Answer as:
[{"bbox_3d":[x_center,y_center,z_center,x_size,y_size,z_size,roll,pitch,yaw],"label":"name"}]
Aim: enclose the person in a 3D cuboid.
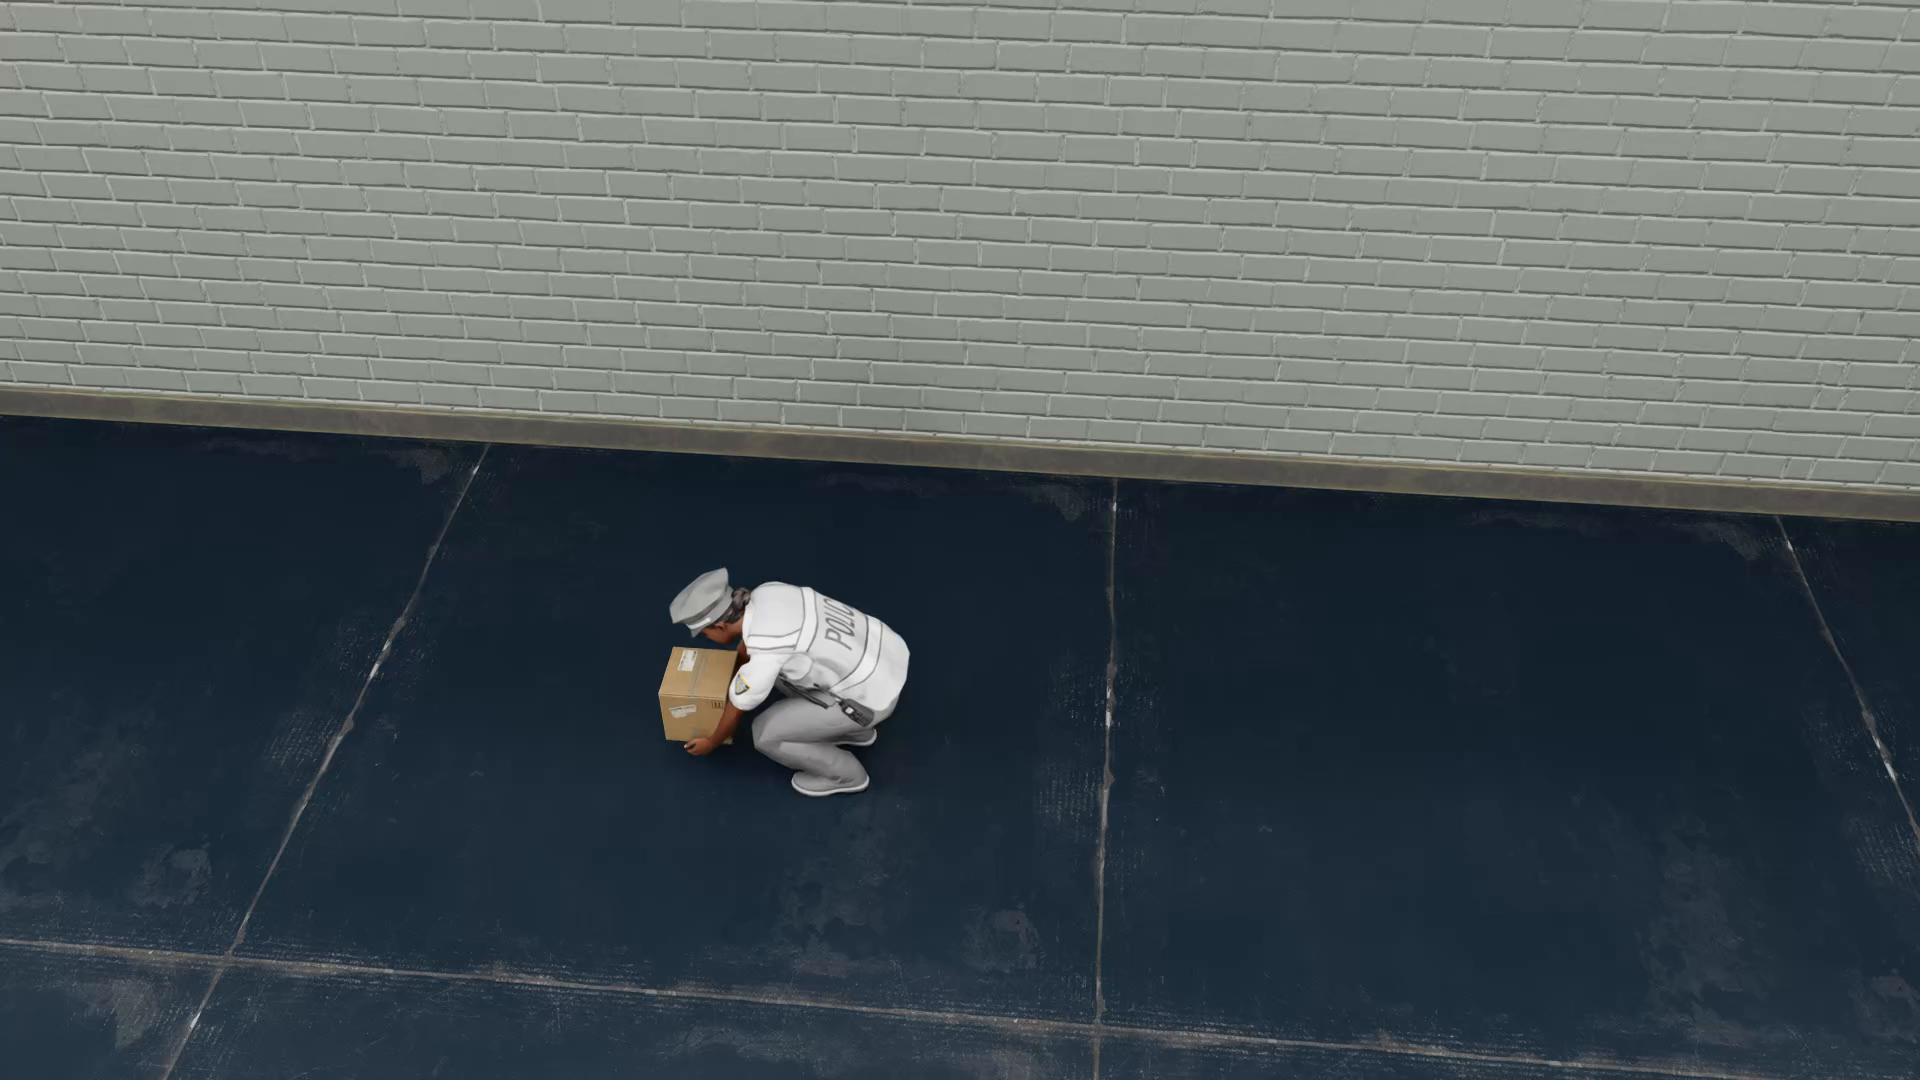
[{"bbox_3d":[-0.609,0.497,6.114,0.836,0.968,0.483,3,40,4],"label":"person"}]
